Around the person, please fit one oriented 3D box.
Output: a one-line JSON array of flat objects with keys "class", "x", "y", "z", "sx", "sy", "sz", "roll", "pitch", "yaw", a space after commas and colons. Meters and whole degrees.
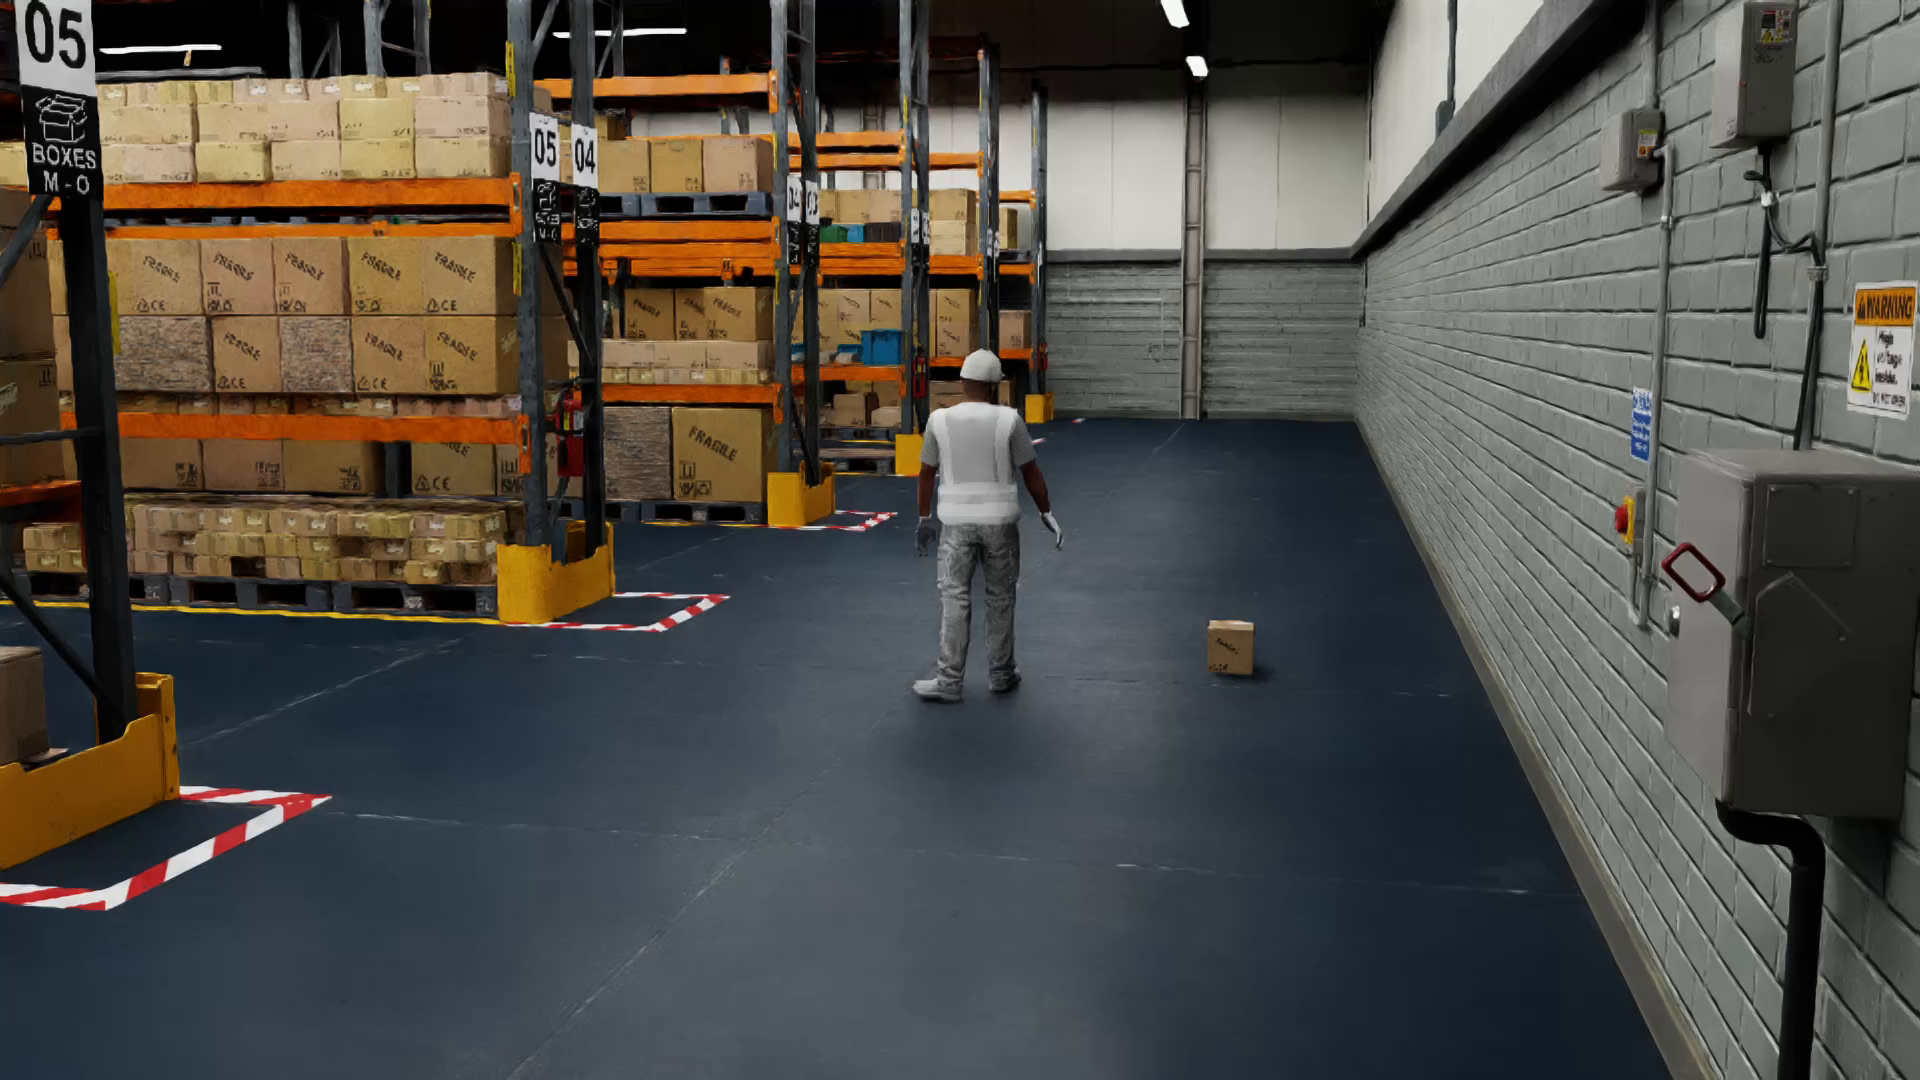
[{"class": "person", "x": 0.149, "y": -0.086, "z": 8.575, "sx": 0.765, "sy": 1.788, "sz": 0.635, "roll": 0, "pitch": 8, "yaw": 3}]
